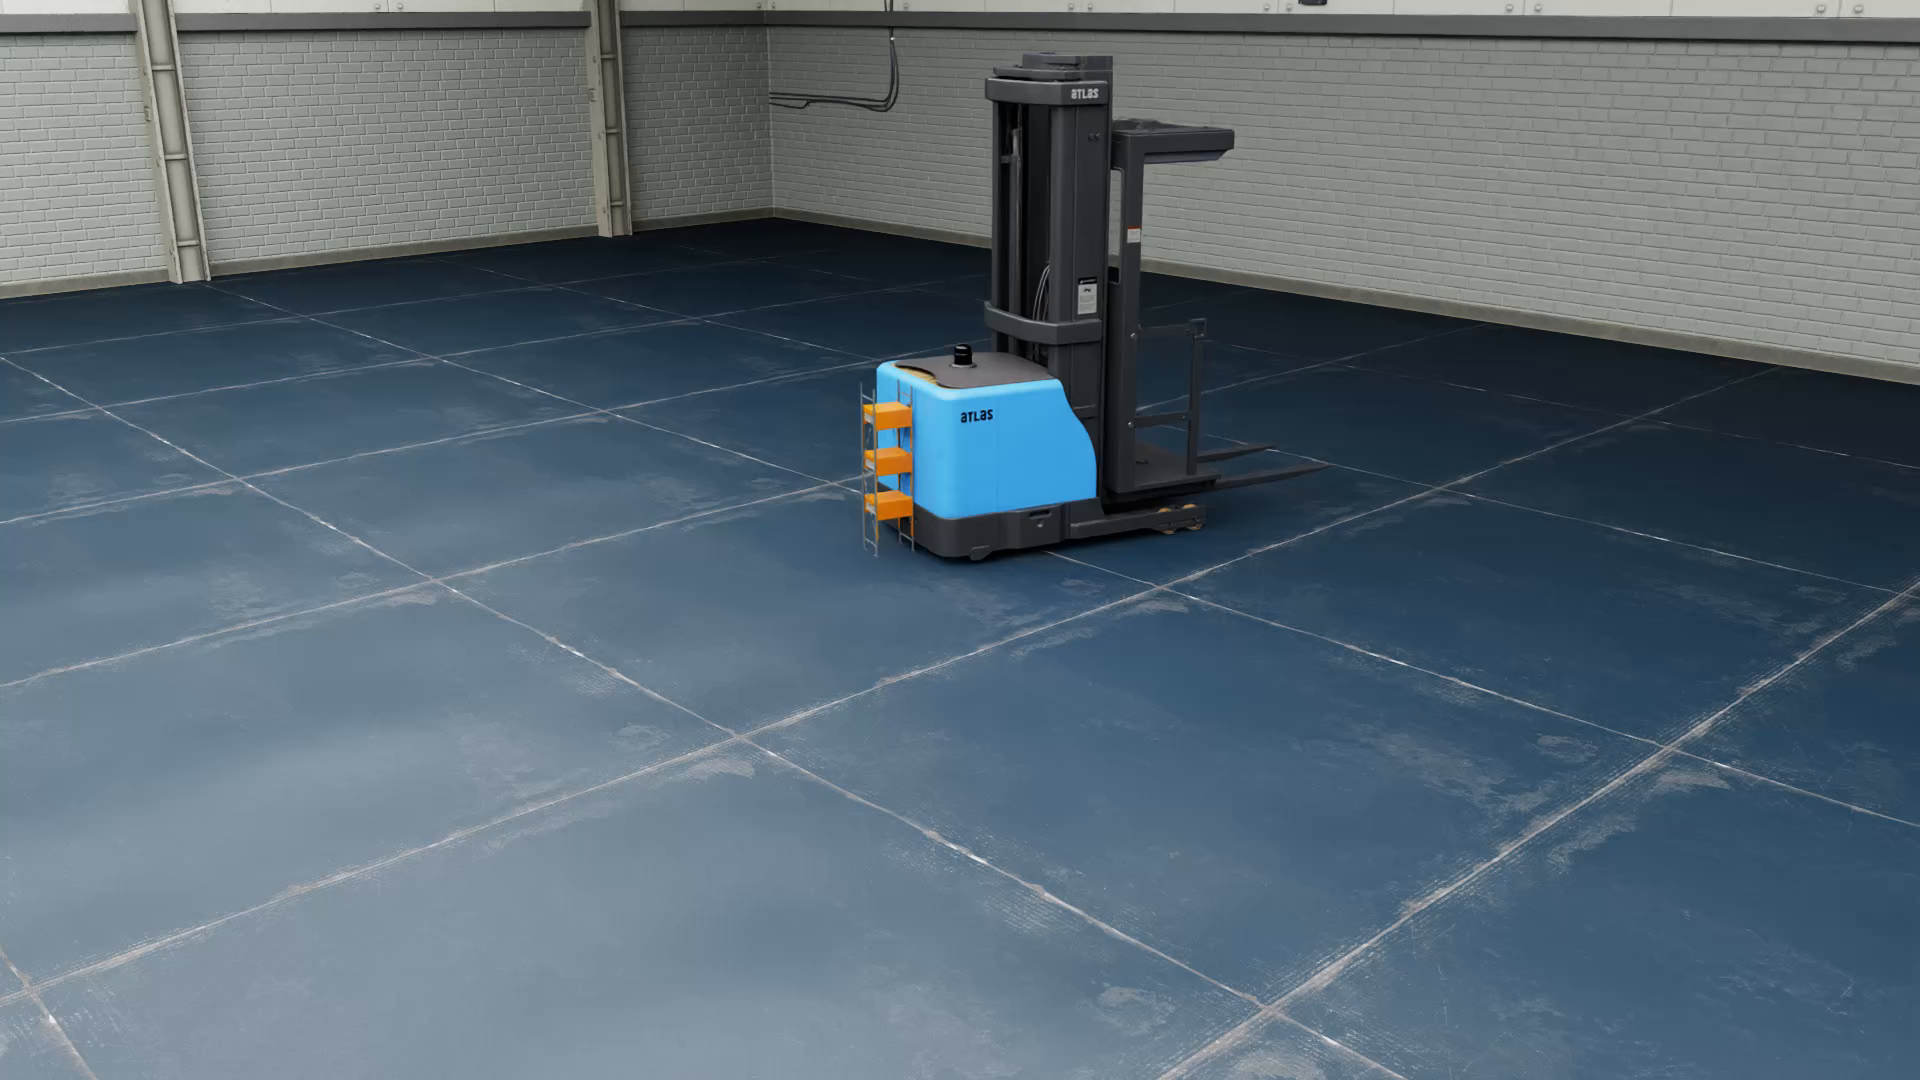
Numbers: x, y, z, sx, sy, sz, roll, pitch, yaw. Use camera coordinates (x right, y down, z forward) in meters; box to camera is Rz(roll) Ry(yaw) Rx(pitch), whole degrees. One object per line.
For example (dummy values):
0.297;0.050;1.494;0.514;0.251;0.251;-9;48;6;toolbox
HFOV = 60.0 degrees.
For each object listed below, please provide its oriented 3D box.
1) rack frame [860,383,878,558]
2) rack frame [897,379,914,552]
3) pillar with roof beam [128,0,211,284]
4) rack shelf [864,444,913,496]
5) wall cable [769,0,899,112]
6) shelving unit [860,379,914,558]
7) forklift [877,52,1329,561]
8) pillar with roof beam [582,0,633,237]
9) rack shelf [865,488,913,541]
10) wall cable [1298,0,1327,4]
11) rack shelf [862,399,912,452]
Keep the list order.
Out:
-0.551;-0.417;10.070;0.008;1.050;0.200;-9;20;-26;rack frame
-0.333;-0.451;10.175;0.008;1.050;0.200;-9;20;-26;rack frame
-6.407;-6.475;15.865;0.400;9.000;9.100;-16;24;-41;pillar with roof beam
-0.442;-0.424;10.125;0.240;0.259;0.215;-9;20;-26;rack shelf
-1.956;-7.562;24.252;0.112;2.526;3.097;-16;24;-41;wall cable
-0.442;-0.434;10.122;0.252;1.050;0.215;-9;20;-26;shelving unit
1.014;-1.566;10.561;3.031;2.935;1.130;-9;20;-26;forklift
-2.048;-7.746;19.786;0.400;9.000;9.100;-16;24;-41;pillar with roof beam
-0.442;-0.160;10.211;0.240;0.259;0.215;-9;20;-26;rack shelf
4.555;-8.526;16.677;0.169;6.003;2.305;-16;24;-41;wall cable
-0.442;-0.694;10.038;0.240;0.259;0.215;-9;20;-26;rack shelf
